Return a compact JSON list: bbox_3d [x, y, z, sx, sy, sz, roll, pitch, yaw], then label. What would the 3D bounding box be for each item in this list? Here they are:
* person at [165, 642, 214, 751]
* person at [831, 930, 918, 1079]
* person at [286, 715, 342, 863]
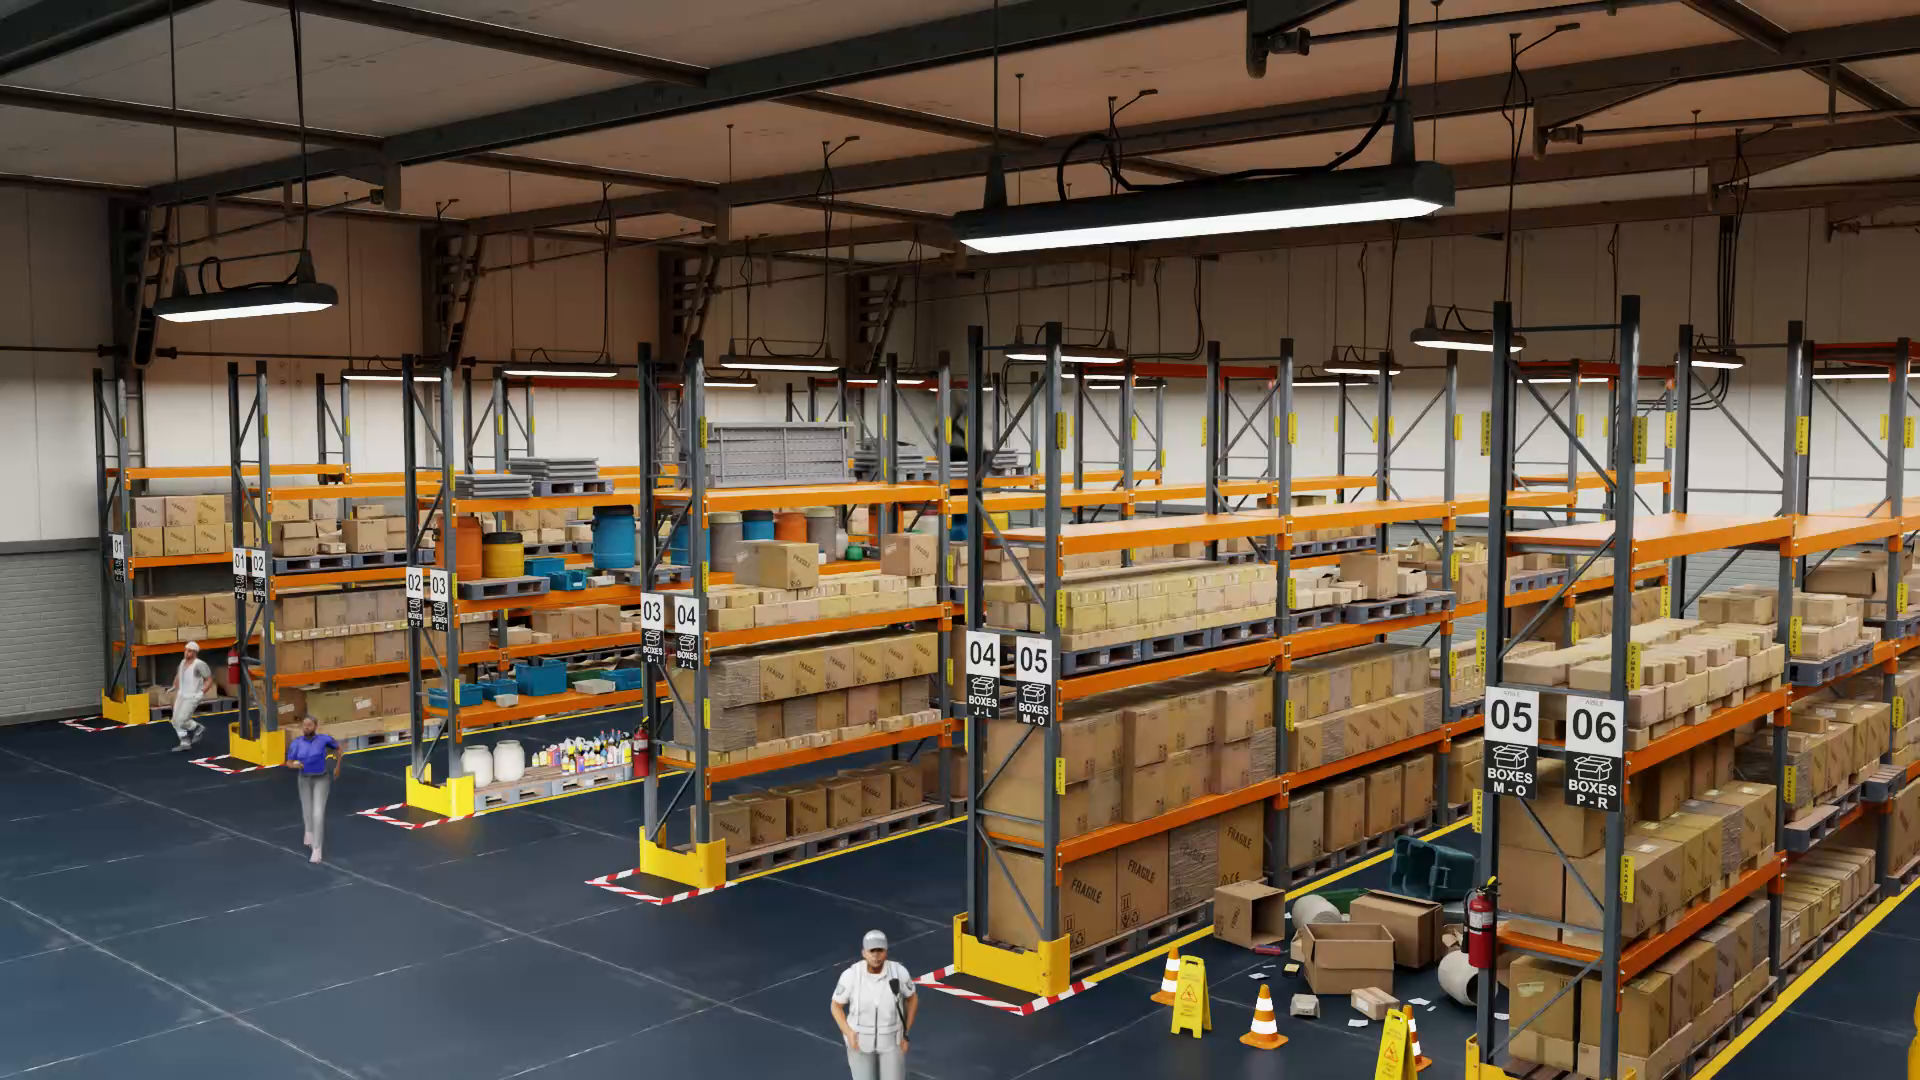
[{"bbox_3d":[-11.890,2.420,25.689,0.708,1.719,0.558,2,5,28],"label":"person"},{"bbox_3d":[-0.590,3.505,11.515,0.611,1.631,0.508,0,4,-3],"label":"person"},{"bbox_3d":[-7.632,2.902,19.678,0.587,1.686,0.900,-1,4,-10],"label":"person"}]
